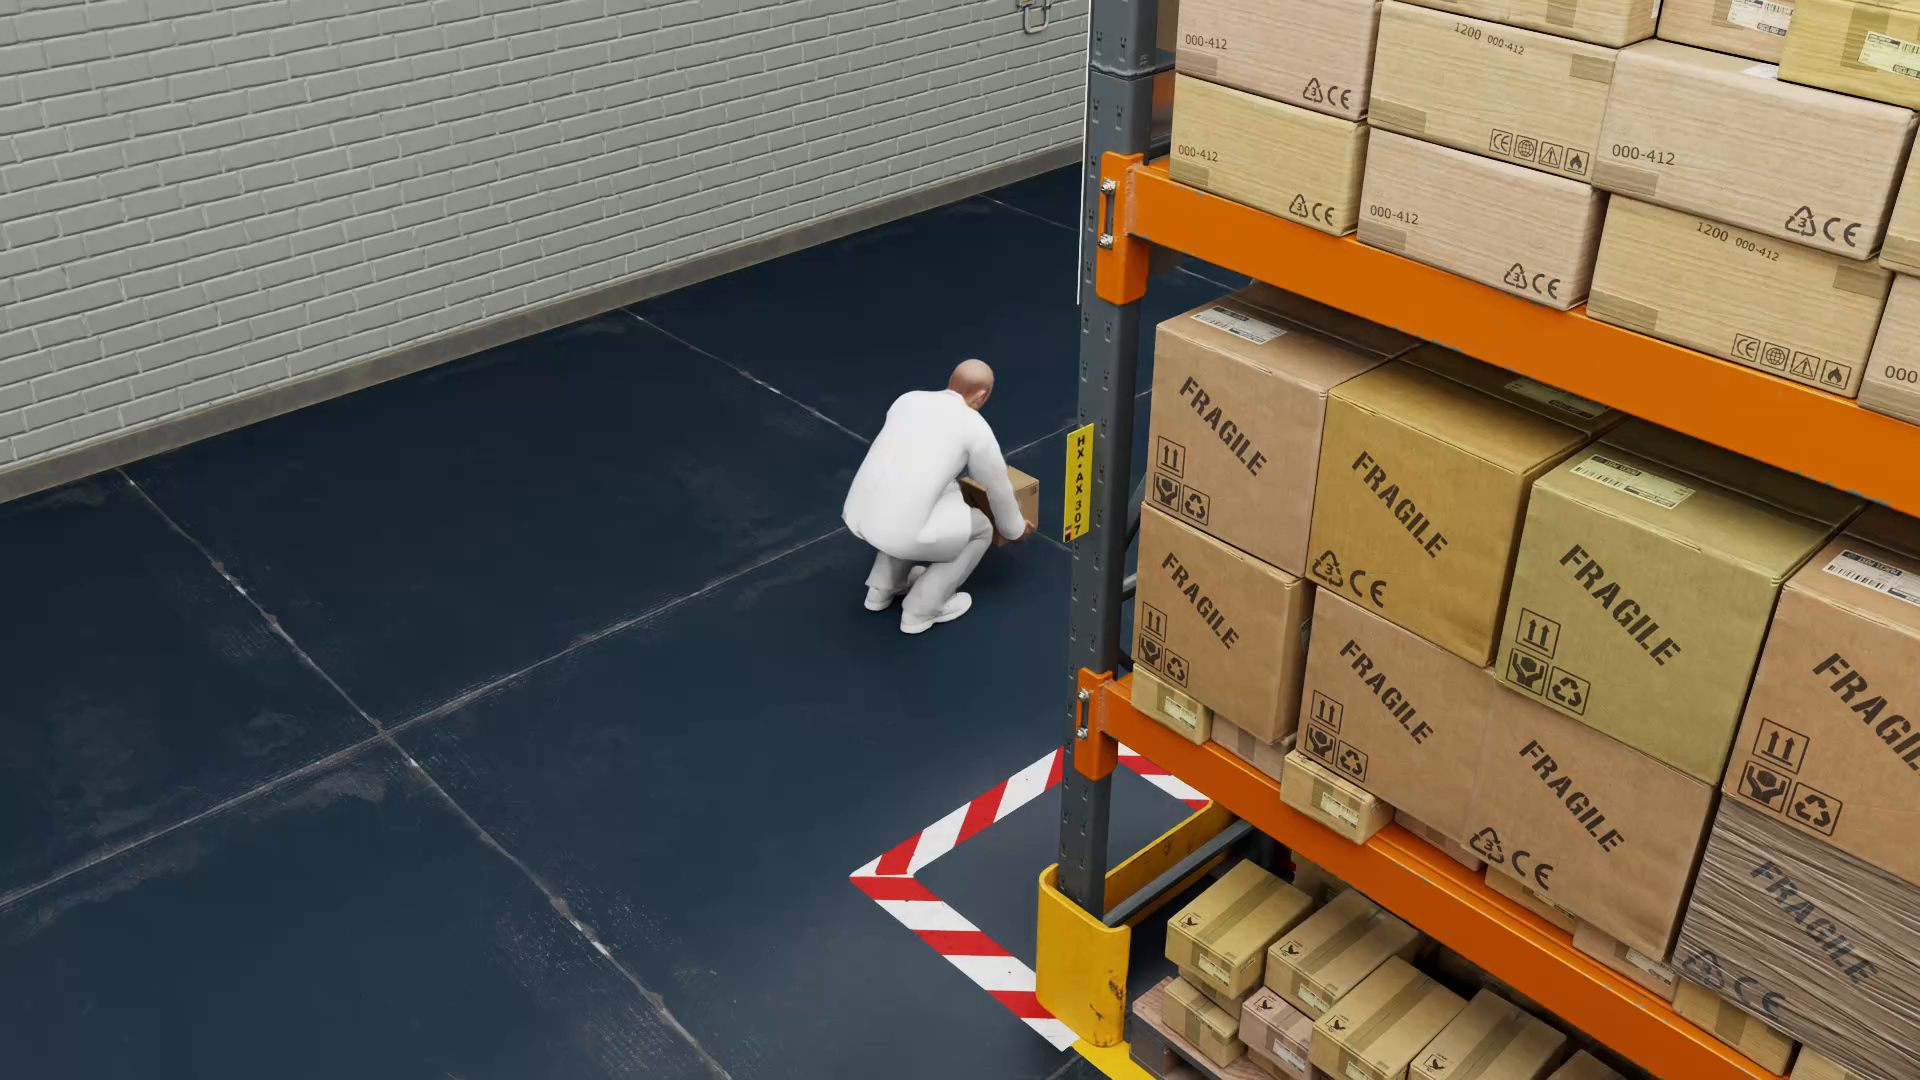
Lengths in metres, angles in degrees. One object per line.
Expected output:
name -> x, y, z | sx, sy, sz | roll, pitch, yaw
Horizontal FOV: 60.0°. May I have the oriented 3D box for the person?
person -> -0.121, -0.198, 7.187 | 0.899, 1.039, 0.611 | -26, 40, -36
